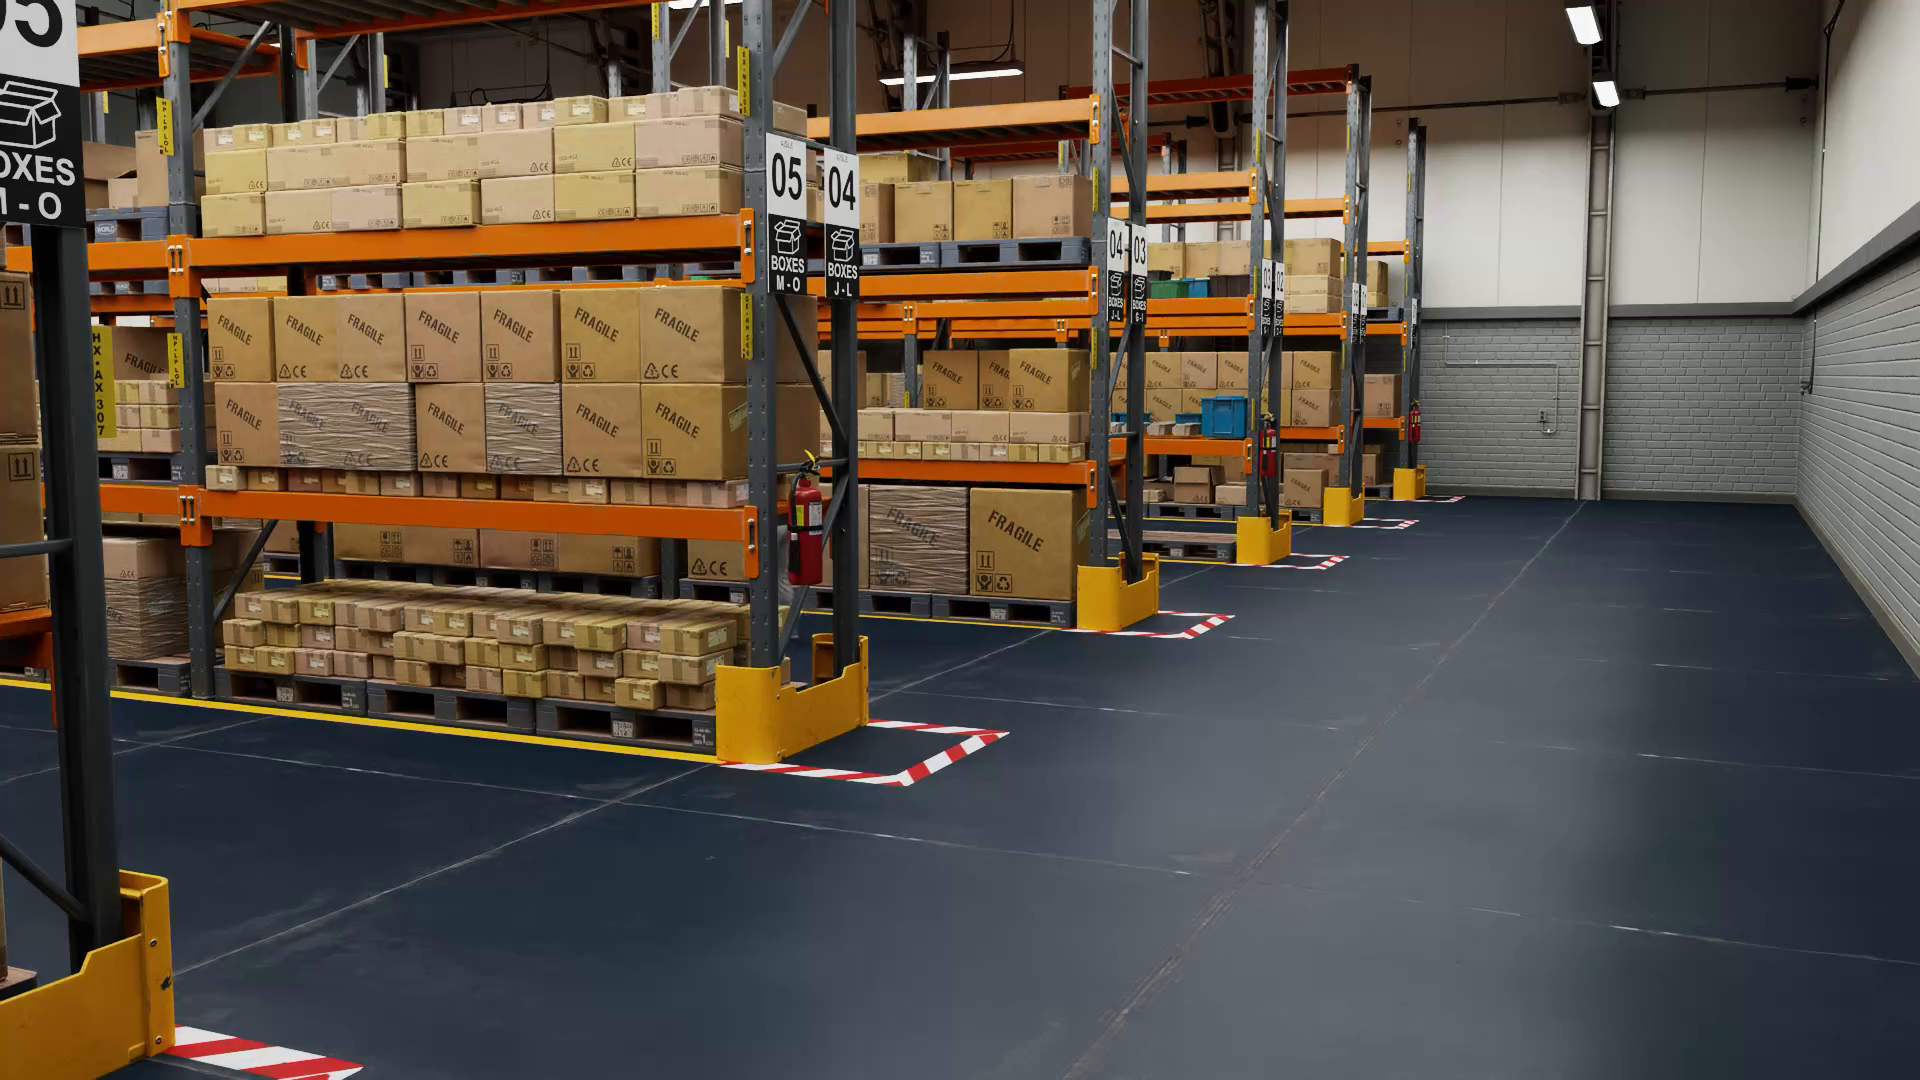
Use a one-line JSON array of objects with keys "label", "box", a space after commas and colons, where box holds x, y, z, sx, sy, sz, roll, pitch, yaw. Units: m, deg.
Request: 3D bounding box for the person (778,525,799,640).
[{"label": "person", "box": [-1.413, -0.065, 12.390, 0.334, 1.675, 0.466, 3, 6, 25]}]
